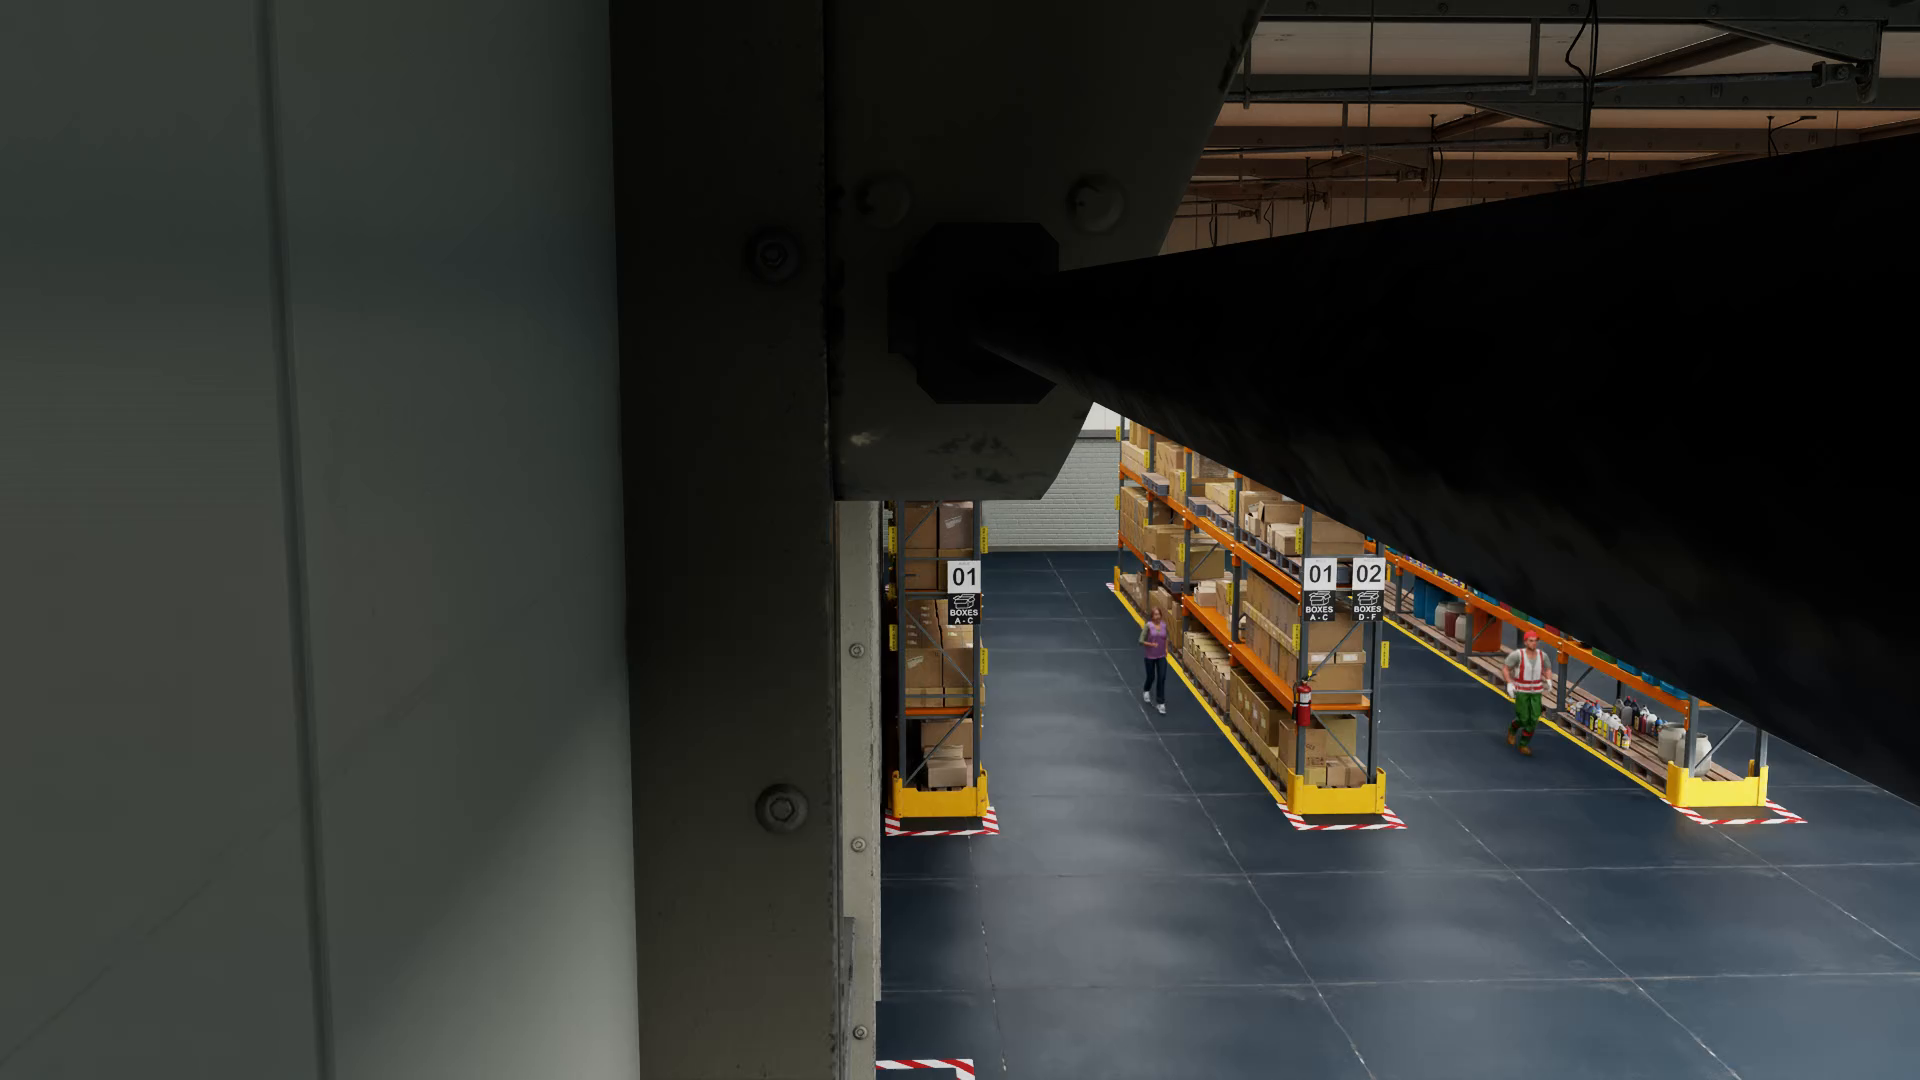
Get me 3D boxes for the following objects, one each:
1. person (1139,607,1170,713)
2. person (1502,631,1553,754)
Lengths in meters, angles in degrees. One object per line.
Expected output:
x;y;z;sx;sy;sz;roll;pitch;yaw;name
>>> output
3.029;1.817;25.736;0.545;1.580;0.873;-1;8;-9;person
7.970;2.126;23.302;0.673;1.752;0.590;-1;8;-4;person
